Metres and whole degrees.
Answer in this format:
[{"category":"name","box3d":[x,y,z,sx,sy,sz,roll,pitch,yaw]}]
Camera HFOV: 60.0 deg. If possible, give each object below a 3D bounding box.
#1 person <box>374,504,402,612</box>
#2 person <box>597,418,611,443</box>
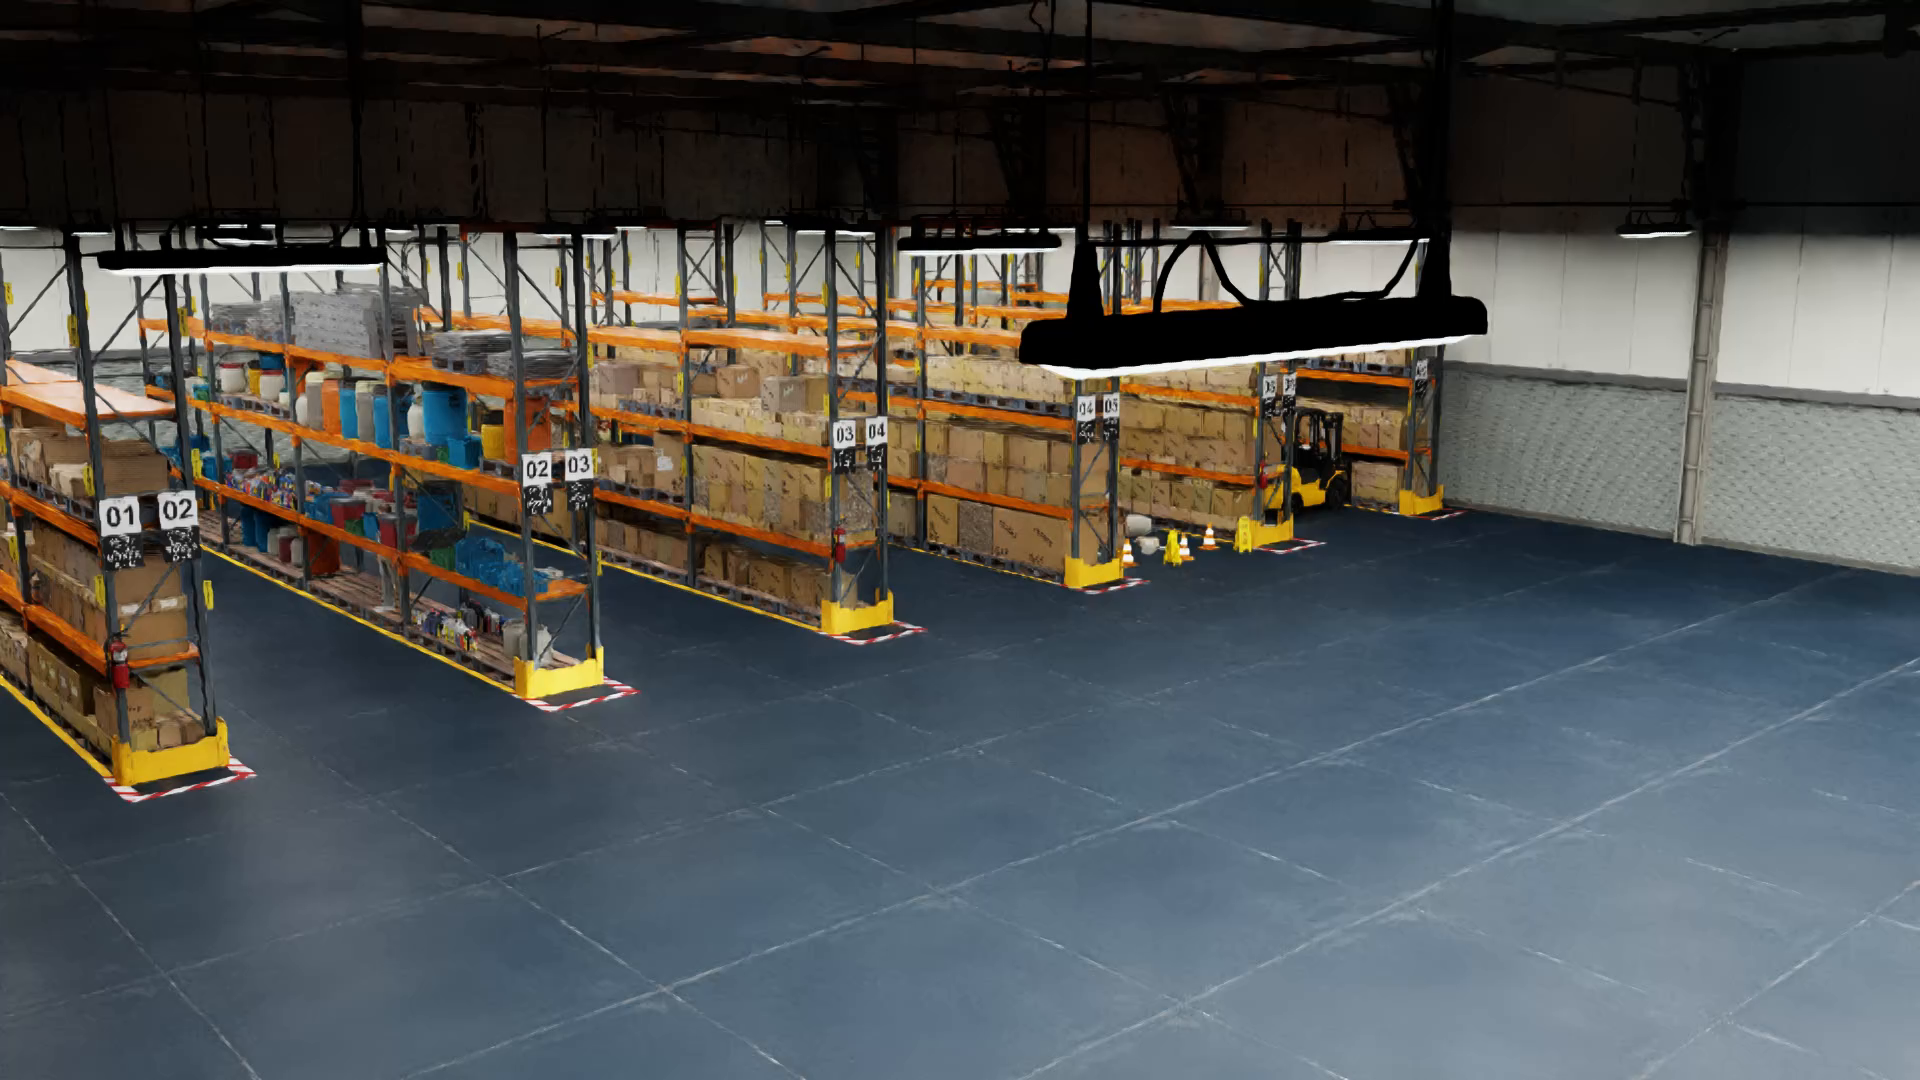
[{"category":"person","box3d":[-8.658,0.266,25.281,0.527,1.672,0.483,10,15,40]},{"category":"person","box3d":[-8.030,-1.964,37.491,0.448,1.590,1.110,-9,15,-38]}]
